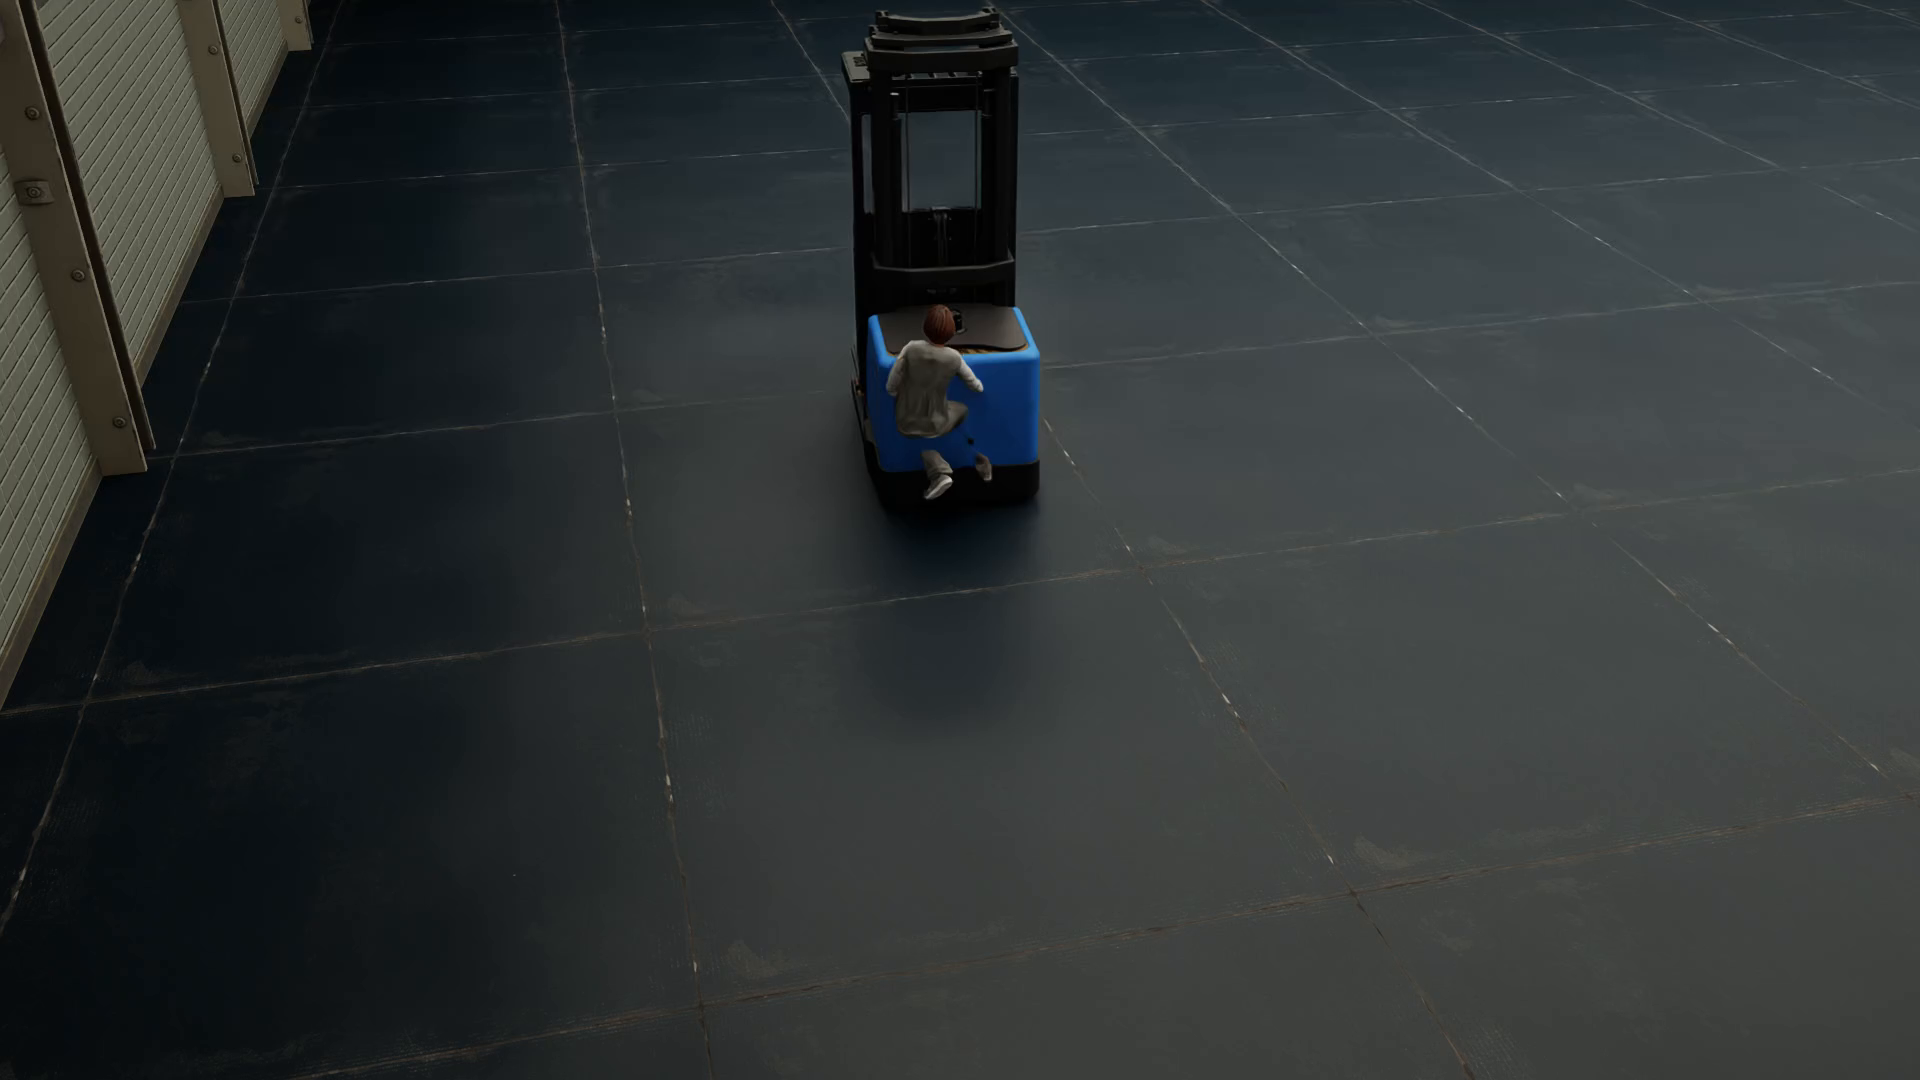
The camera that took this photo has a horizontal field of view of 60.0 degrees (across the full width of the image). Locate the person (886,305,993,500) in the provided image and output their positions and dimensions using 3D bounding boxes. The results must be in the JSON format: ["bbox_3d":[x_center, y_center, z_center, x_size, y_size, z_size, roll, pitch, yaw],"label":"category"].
[{"bbox_3d":[-0.108,-0.899,10.427,0.664,1.324,0.592,3,30,6],"label":"person"}]

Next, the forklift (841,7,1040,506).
[{"bbox_3d":[-0.201,-2.209,11.390,1.130,2.935,3.031,-4,30,-7],"label":"forklift"}]
